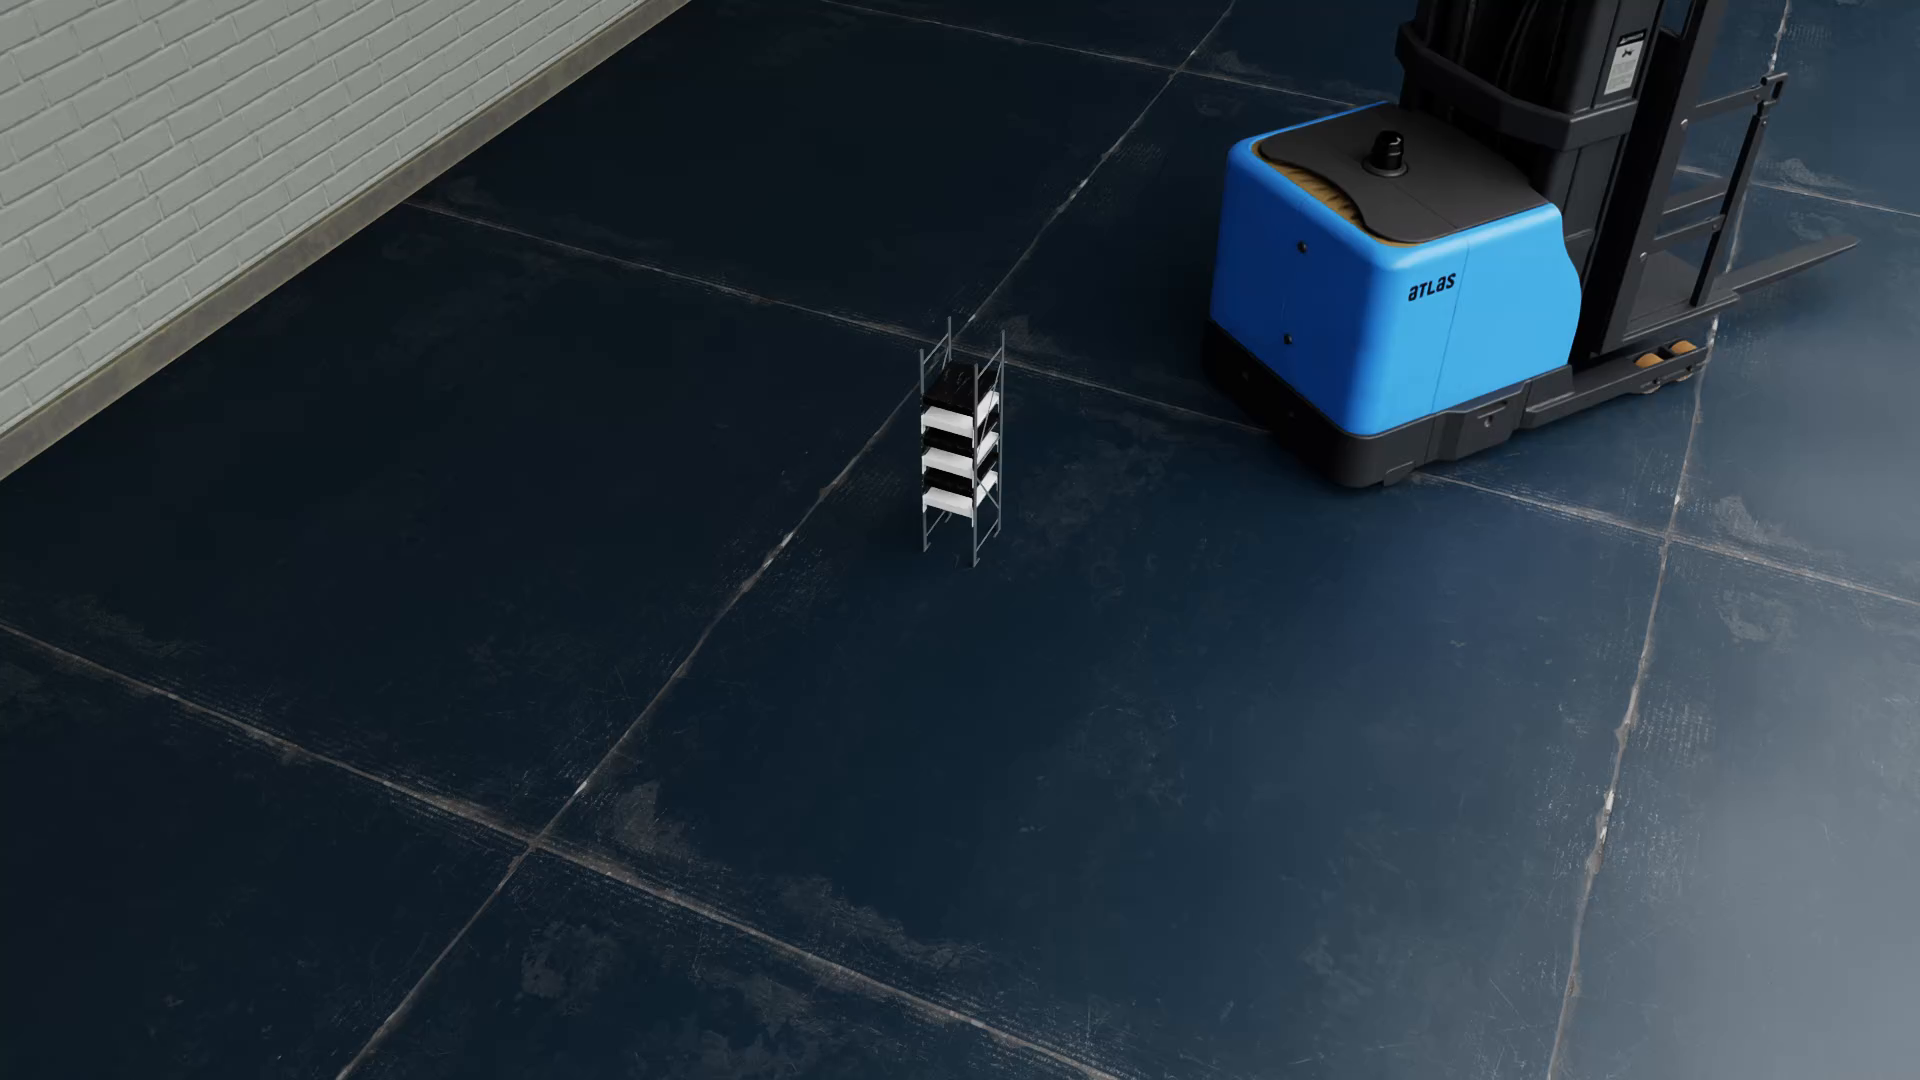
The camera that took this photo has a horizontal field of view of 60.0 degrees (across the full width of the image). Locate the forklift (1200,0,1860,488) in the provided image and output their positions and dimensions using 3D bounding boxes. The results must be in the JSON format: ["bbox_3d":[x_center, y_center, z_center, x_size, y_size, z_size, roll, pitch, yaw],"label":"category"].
[{"bbox_3d":[2.554,-2.003,6.323,3.031,2.935,1.130,-20,45,-21],"label":"forklift"}]

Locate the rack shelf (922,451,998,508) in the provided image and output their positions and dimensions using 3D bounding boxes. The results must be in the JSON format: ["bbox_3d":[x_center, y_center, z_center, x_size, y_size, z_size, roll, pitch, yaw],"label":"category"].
[{"bbox_3d":[0.007,-0.245,6.033,0.200,0.077,0.258,17,44,19],"label":"rack shelf"}]

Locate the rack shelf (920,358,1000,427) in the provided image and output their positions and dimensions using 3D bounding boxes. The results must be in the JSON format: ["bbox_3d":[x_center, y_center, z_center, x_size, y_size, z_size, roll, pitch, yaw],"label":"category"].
[{"bbox_3d":[0.007,-0.517,5.798,0.200,0.077,0.258,17,44,19],"label":"rack shelf"}]

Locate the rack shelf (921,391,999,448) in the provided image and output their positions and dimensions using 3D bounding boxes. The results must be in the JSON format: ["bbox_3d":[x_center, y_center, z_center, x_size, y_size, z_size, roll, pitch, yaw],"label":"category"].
[{"bbox_3d":[0.007,-0.449,5.857,0.200,0.077,0.258,17,44,19],"label":"rack shelf"}]

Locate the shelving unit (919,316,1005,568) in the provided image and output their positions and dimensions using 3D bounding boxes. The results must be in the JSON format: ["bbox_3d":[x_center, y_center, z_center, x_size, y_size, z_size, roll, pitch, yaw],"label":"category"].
[{"bbox_3d":[0.007,-0.338,5.953,0.210,0.900,0.258,17,44,19],"label":"shelving unit"}]

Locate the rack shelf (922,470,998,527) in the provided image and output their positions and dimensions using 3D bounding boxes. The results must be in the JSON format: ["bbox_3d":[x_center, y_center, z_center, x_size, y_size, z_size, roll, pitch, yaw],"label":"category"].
[{"bbox_3d":[0.007,-0.177,6.092,0.200,0.077,0.258,17,44,19],"label":"rack shelf"}]

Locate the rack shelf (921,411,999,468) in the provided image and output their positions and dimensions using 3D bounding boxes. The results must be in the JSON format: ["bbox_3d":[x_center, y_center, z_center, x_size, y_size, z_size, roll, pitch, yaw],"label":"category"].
[{"bbox_3d":[0.007,-0.381,5.916,0.200,0.077,0.258,17,44,19],"label":"rack shelf"}]

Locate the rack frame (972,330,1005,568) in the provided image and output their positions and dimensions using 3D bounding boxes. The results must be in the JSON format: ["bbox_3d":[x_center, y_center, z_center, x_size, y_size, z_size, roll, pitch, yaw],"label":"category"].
[{"bbox_3d":[0.099,-0.310,5.920,0.006,0.900,0.240,17,44,19],"label":"rack frame"}]

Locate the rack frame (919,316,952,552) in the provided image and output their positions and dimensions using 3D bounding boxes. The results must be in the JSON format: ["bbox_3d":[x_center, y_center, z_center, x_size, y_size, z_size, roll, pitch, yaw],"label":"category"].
[{"bbox_3d":[-0.085,-0.366,5.985,0.006,0.900,0.240,17,44,19],"label":"rack frame"}]

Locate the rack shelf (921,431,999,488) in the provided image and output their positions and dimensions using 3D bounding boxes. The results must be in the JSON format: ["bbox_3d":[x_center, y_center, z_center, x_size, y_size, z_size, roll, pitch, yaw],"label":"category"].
[{"bbox_3d":[0.007,-0.313,5.974,0.200,0.077,0.258,17,44,19],"label":"rack shelf"}]
